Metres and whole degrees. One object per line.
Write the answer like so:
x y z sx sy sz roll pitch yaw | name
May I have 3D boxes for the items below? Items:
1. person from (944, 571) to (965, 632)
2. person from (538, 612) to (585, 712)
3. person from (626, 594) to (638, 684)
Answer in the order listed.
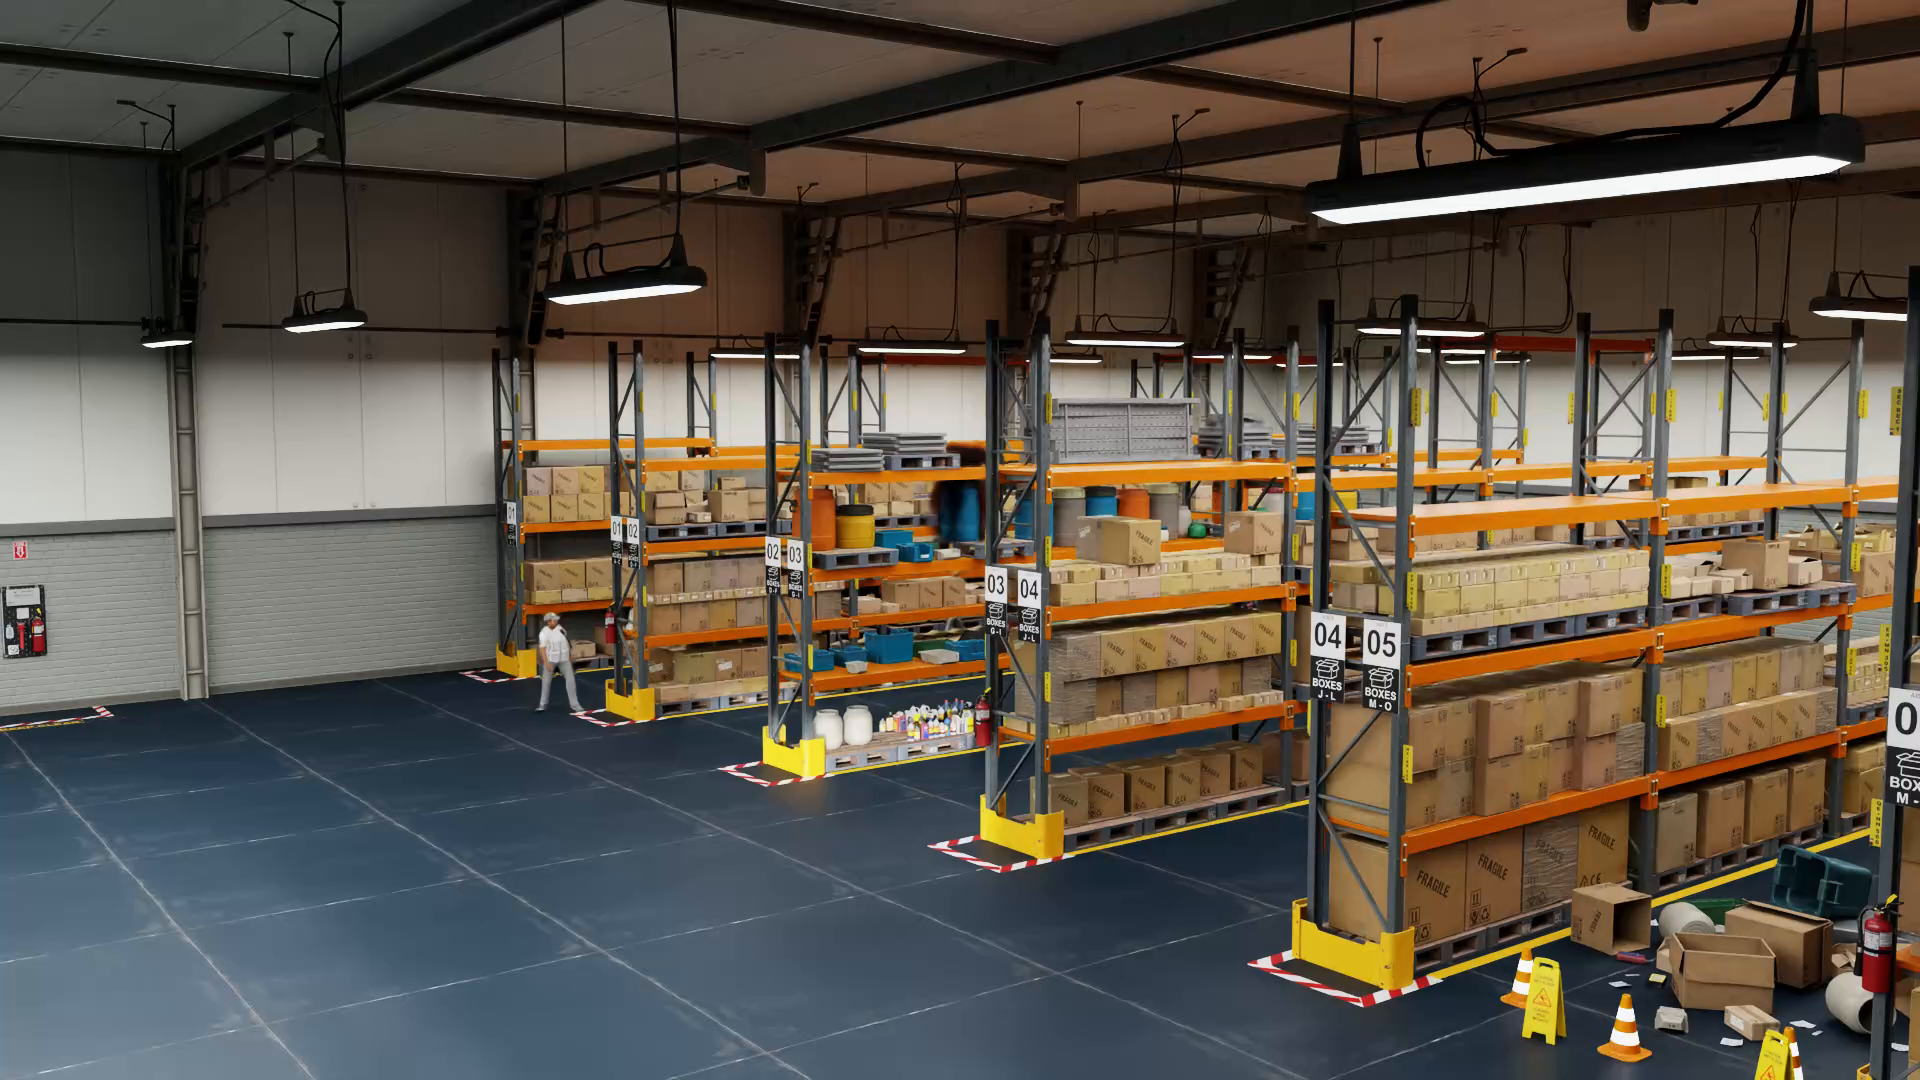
-0.176 1.316 34.530 0.414 1.621 1.001 5 7 45 | person
-6.543 1.983 27.114 0.669 1.659 0.612 -3 6 -34 | person
-5.709 1.728 29.728 0.437 1.644 0.974 3 6 29 | person
